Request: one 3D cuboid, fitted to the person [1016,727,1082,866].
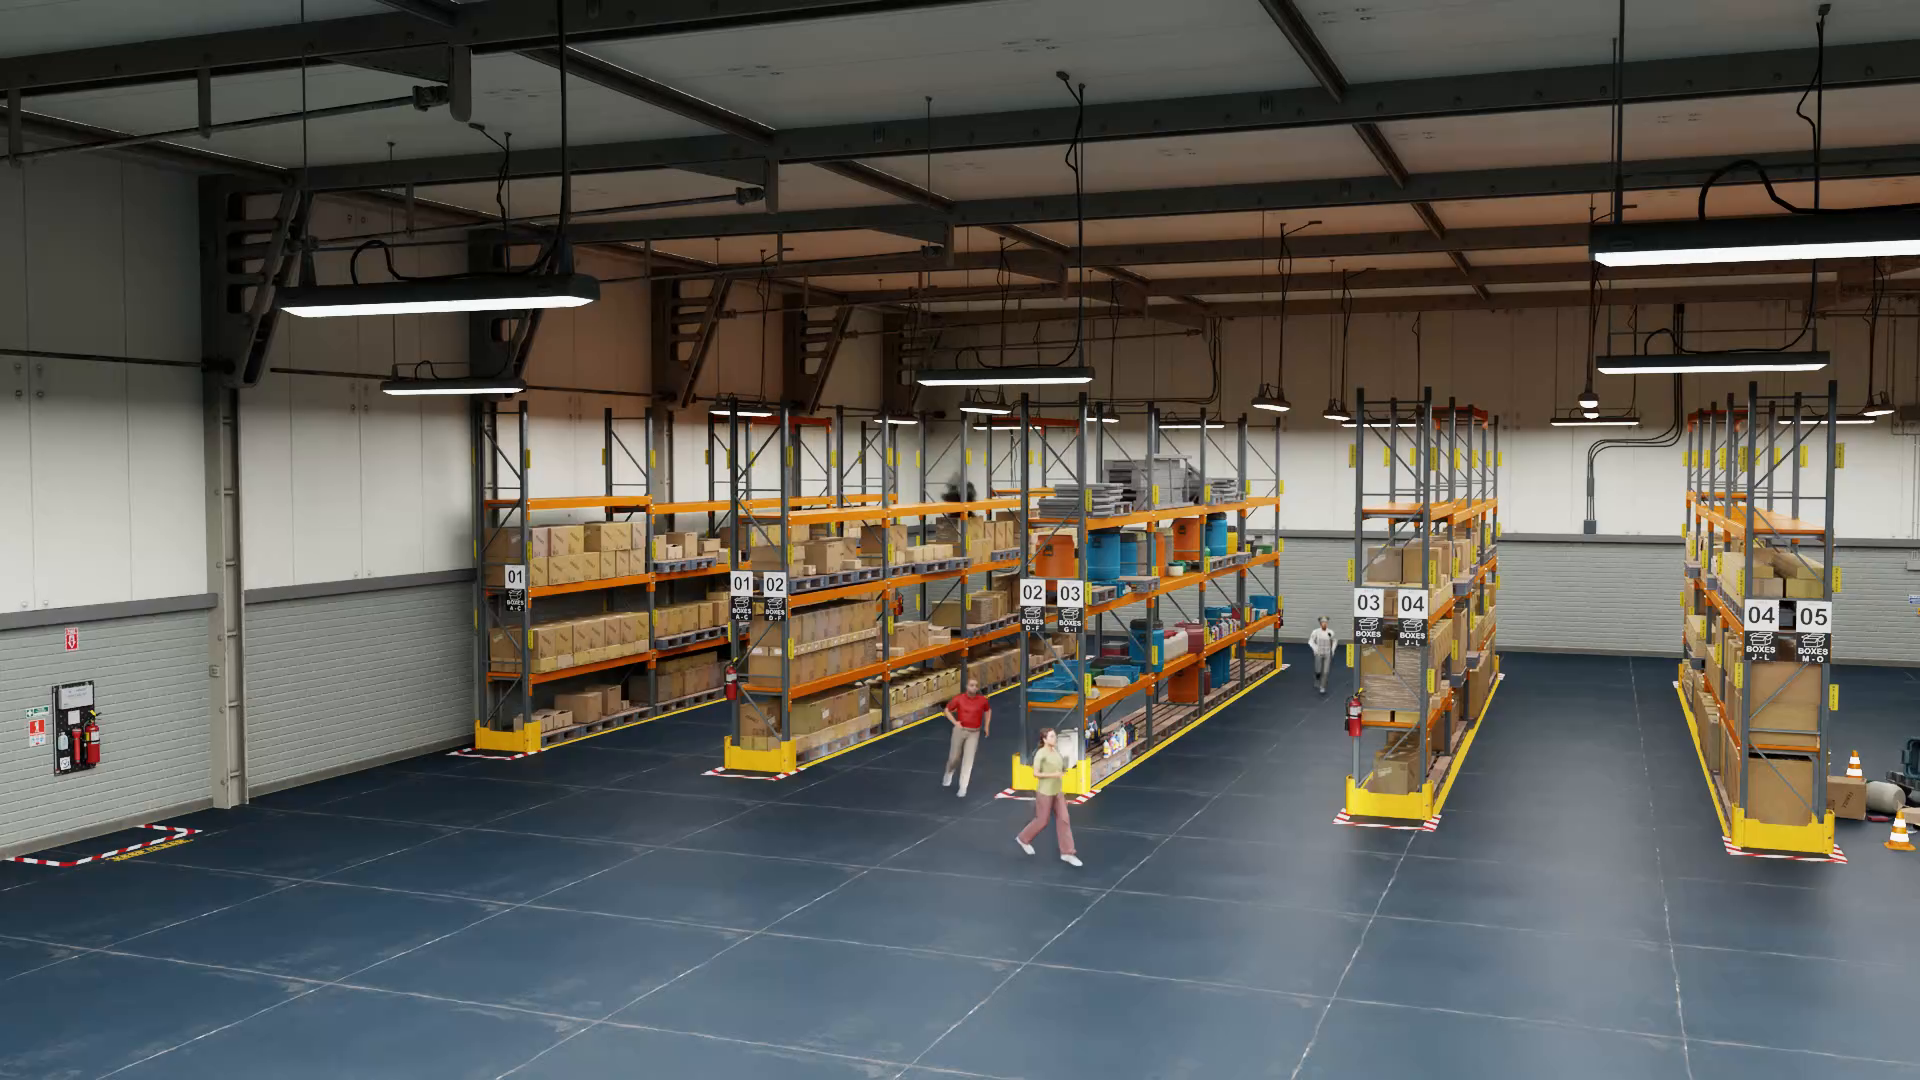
[{"bbox_3d":[1.096,3.140,20.542,0.951,1.673,0.574,2,4,41],"label":"person"}]

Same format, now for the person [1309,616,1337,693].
[{"bbox_3d":[7.780,2.442,35.620,0.602,1.652,0.543,0,3,5],"label":"person"}]

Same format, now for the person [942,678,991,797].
[{"bbox_3d":[0.120,2.929,24.967,0.733,1.700,0.974,0,3,-4],"label":"person"}]
